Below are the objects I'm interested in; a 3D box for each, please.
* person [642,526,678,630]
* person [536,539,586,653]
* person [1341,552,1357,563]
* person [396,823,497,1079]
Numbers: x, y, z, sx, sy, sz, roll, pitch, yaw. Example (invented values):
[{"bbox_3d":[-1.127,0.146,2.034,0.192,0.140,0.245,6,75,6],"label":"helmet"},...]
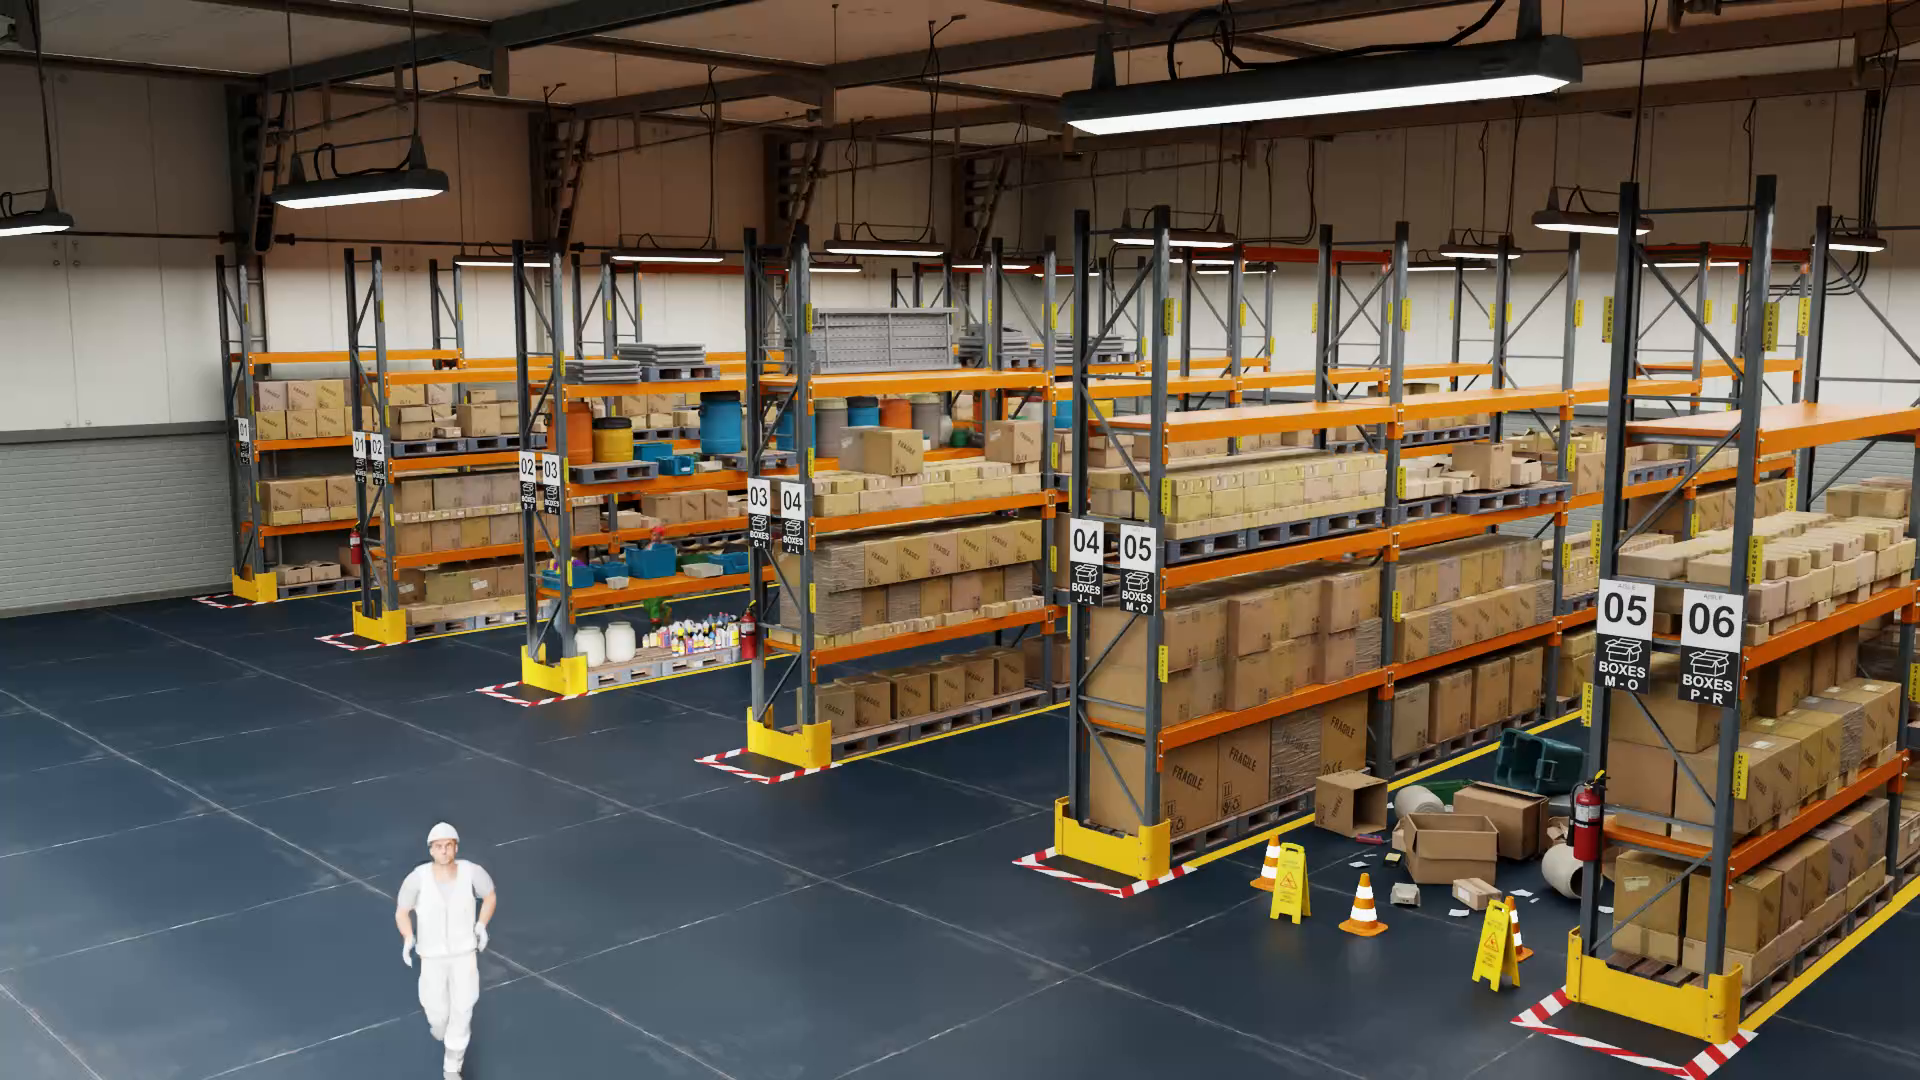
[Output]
[{"bbox_3d":[-4.671,0.648,25.872,0.656,1.749,0.704,4,9,28],"label":"person"},{"bbox_3d":[-5.848,0.863,24.324,0.677,1.772,0.649,5,10,32],"label":"person"},{"bbox_3d":[5.545,0.951,23.900,0.616,1.678,0.870,6,10,35],"label":"person"},{"bbox_3d":[-3.425,2.741,11.154,0.656,1.749,0.704,-3,9,-19],"label":"person"}]
